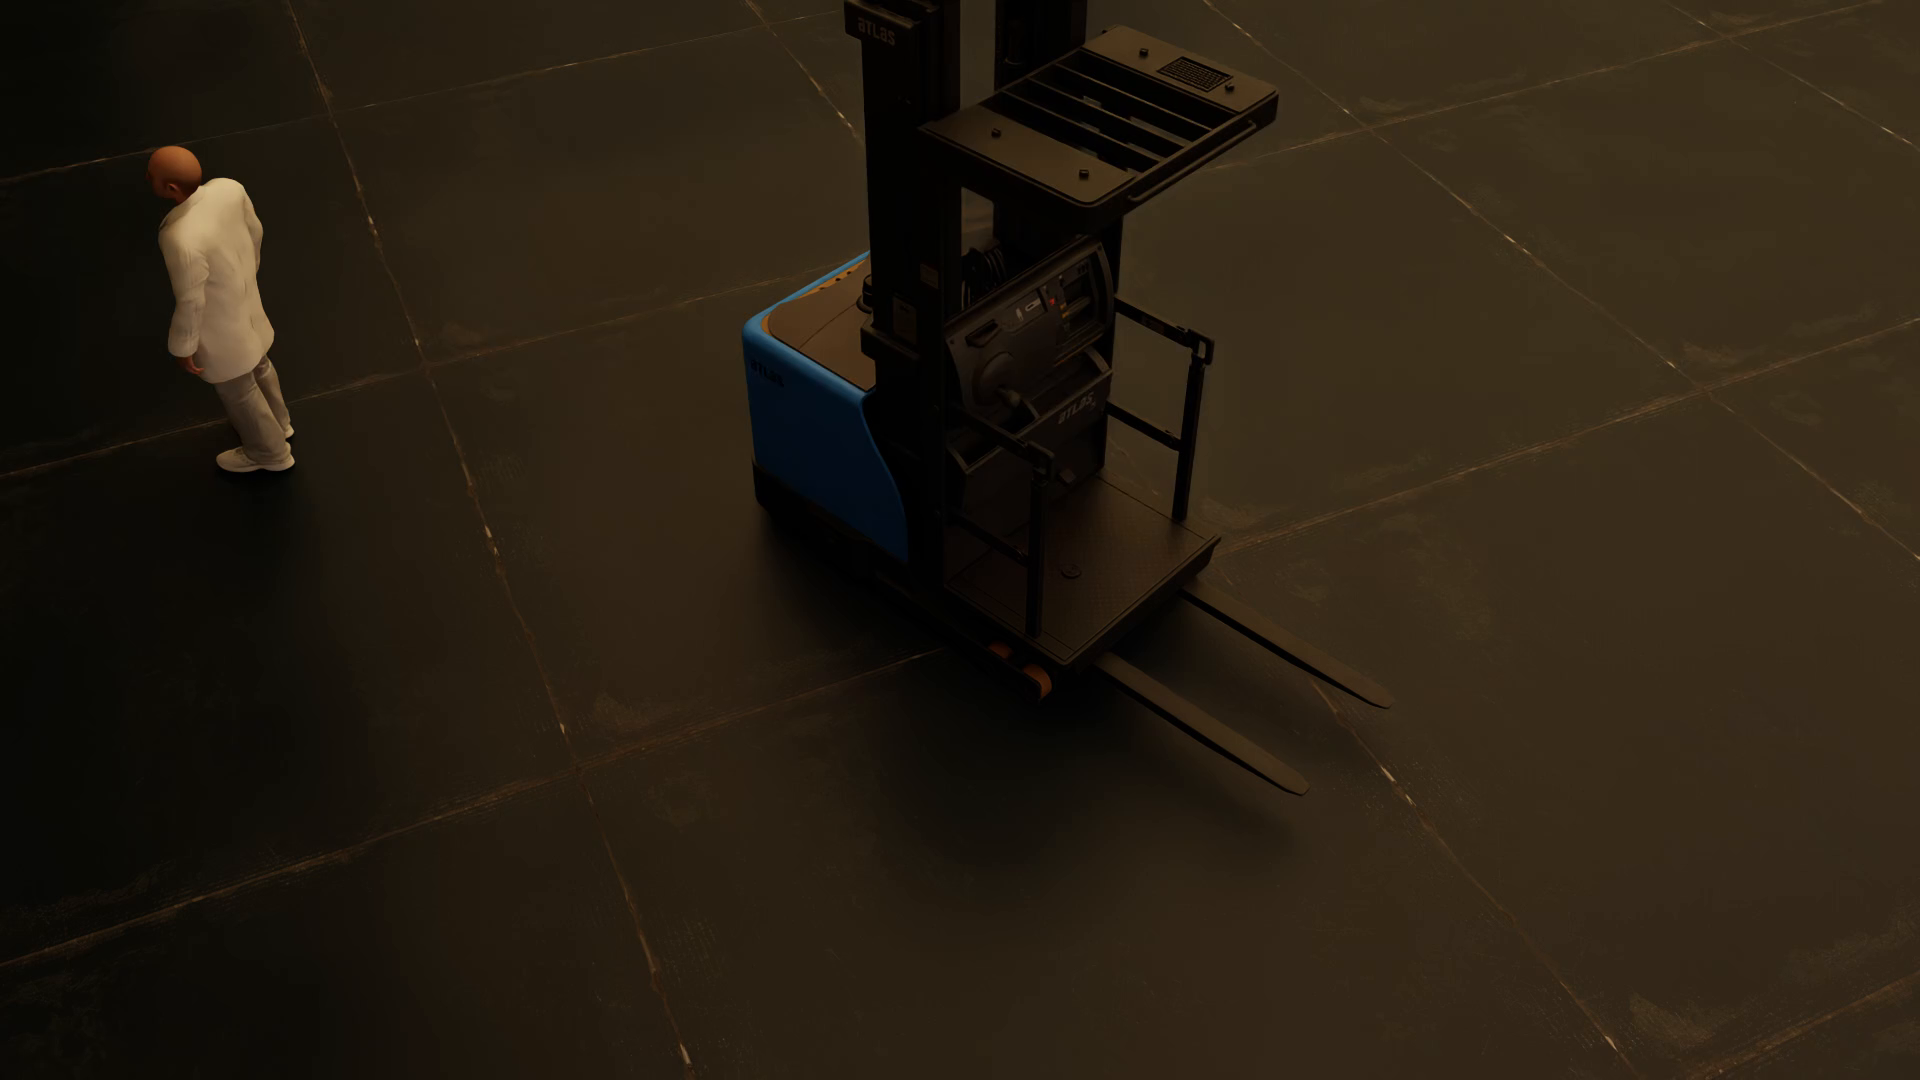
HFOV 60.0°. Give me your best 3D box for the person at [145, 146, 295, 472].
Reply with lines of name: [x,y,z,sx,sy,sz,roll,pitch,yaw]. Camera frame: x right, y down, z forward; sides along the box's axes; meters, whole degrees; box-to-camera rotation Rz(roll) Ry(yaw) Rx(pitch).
person: [-3.471,-1.040,7.631,0.580,1.777,0.694,7,44,8]

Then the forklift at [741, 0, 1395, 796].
forklift: [0.445,-0.788,6.525,3.031,2.935,1.130,32,52,30]
